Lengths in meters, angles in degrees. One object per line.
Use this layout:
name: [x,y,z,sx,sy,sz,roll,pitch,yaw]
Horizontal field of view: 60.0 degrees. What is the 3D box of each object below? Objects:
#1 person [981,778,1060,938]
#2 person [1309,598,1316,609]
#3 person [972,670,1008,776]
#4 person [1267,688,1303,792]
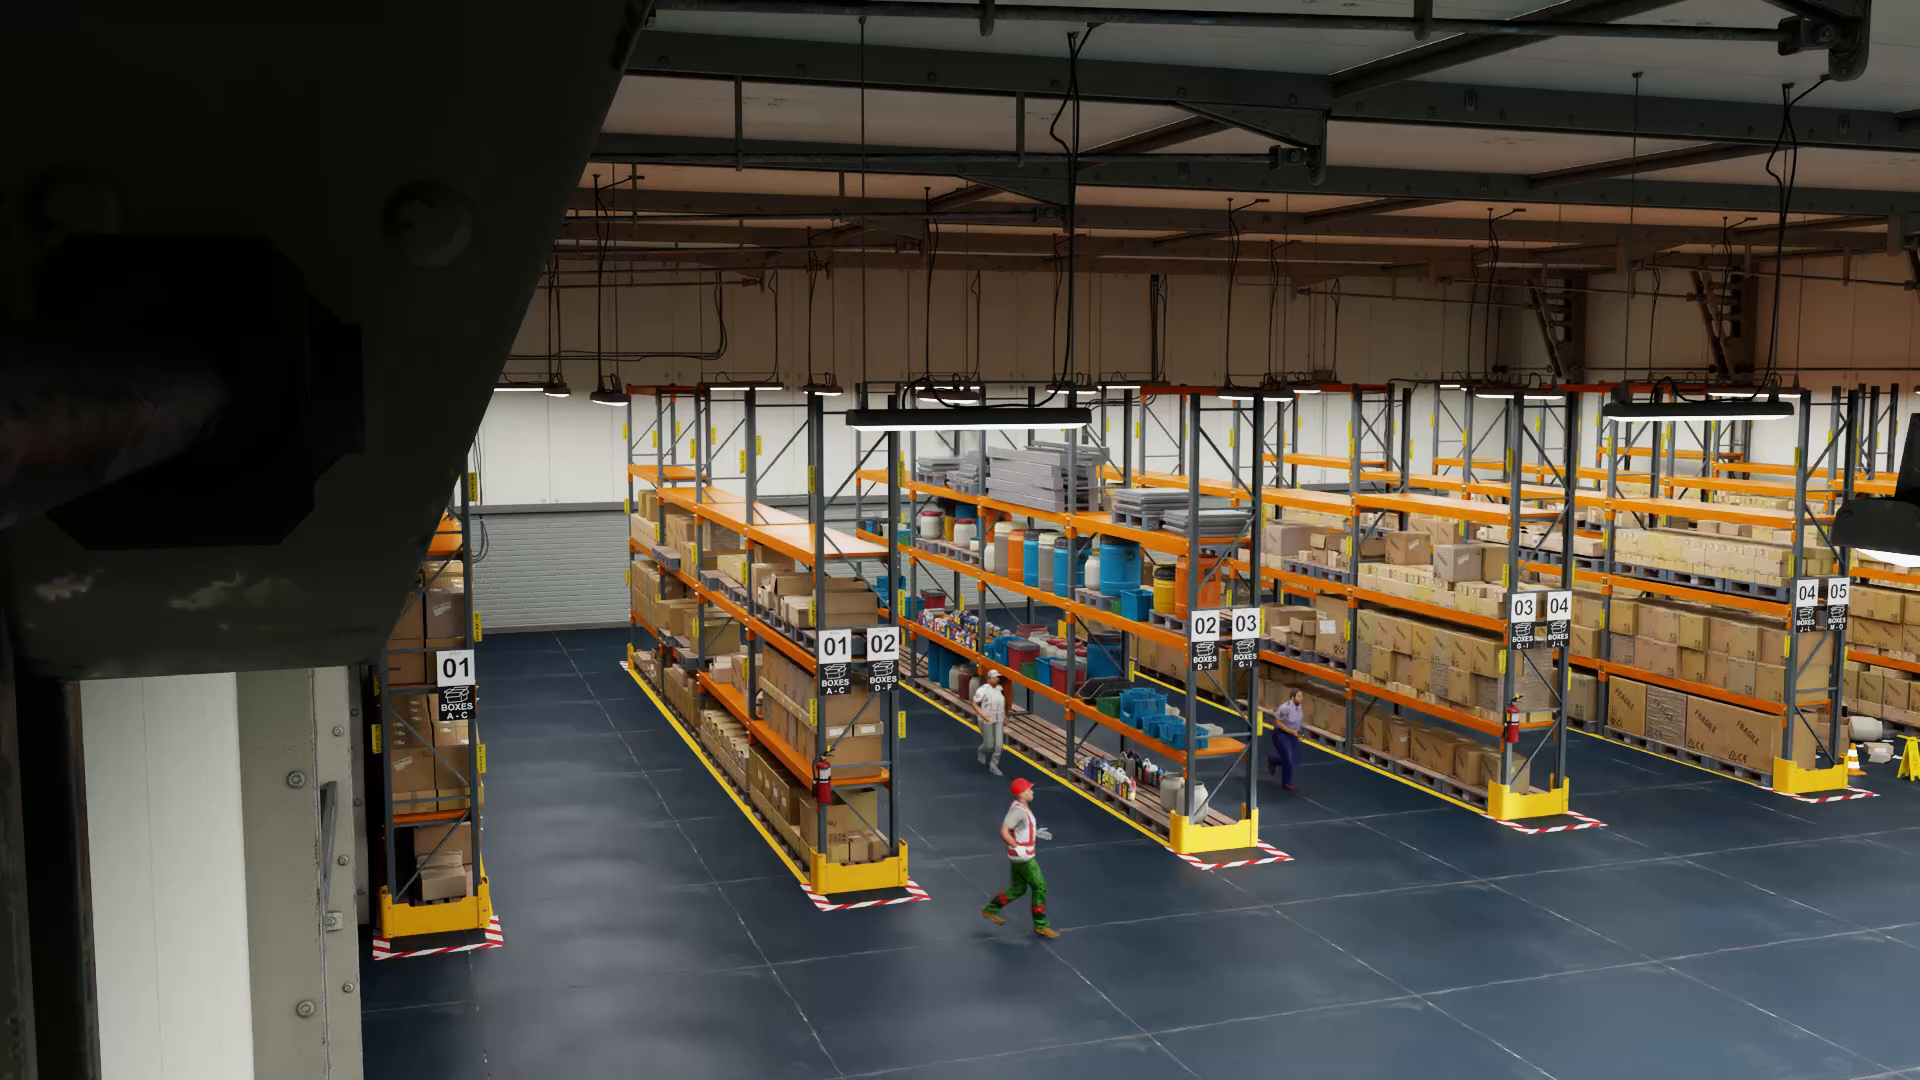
person: [0.677,3.541,18.534,0.894,1.794,0.680,0,6,1]
person: [9.033,1.181,41.892,0.823,1.713,0.688,-2,6,-22]
person: [0.473,2.842,26.082,0.602,1.647,0.583,-3,7,-29]
person: [4.877,2.988,25.023,0.572,1.575,0.712,-4,7,-36]
